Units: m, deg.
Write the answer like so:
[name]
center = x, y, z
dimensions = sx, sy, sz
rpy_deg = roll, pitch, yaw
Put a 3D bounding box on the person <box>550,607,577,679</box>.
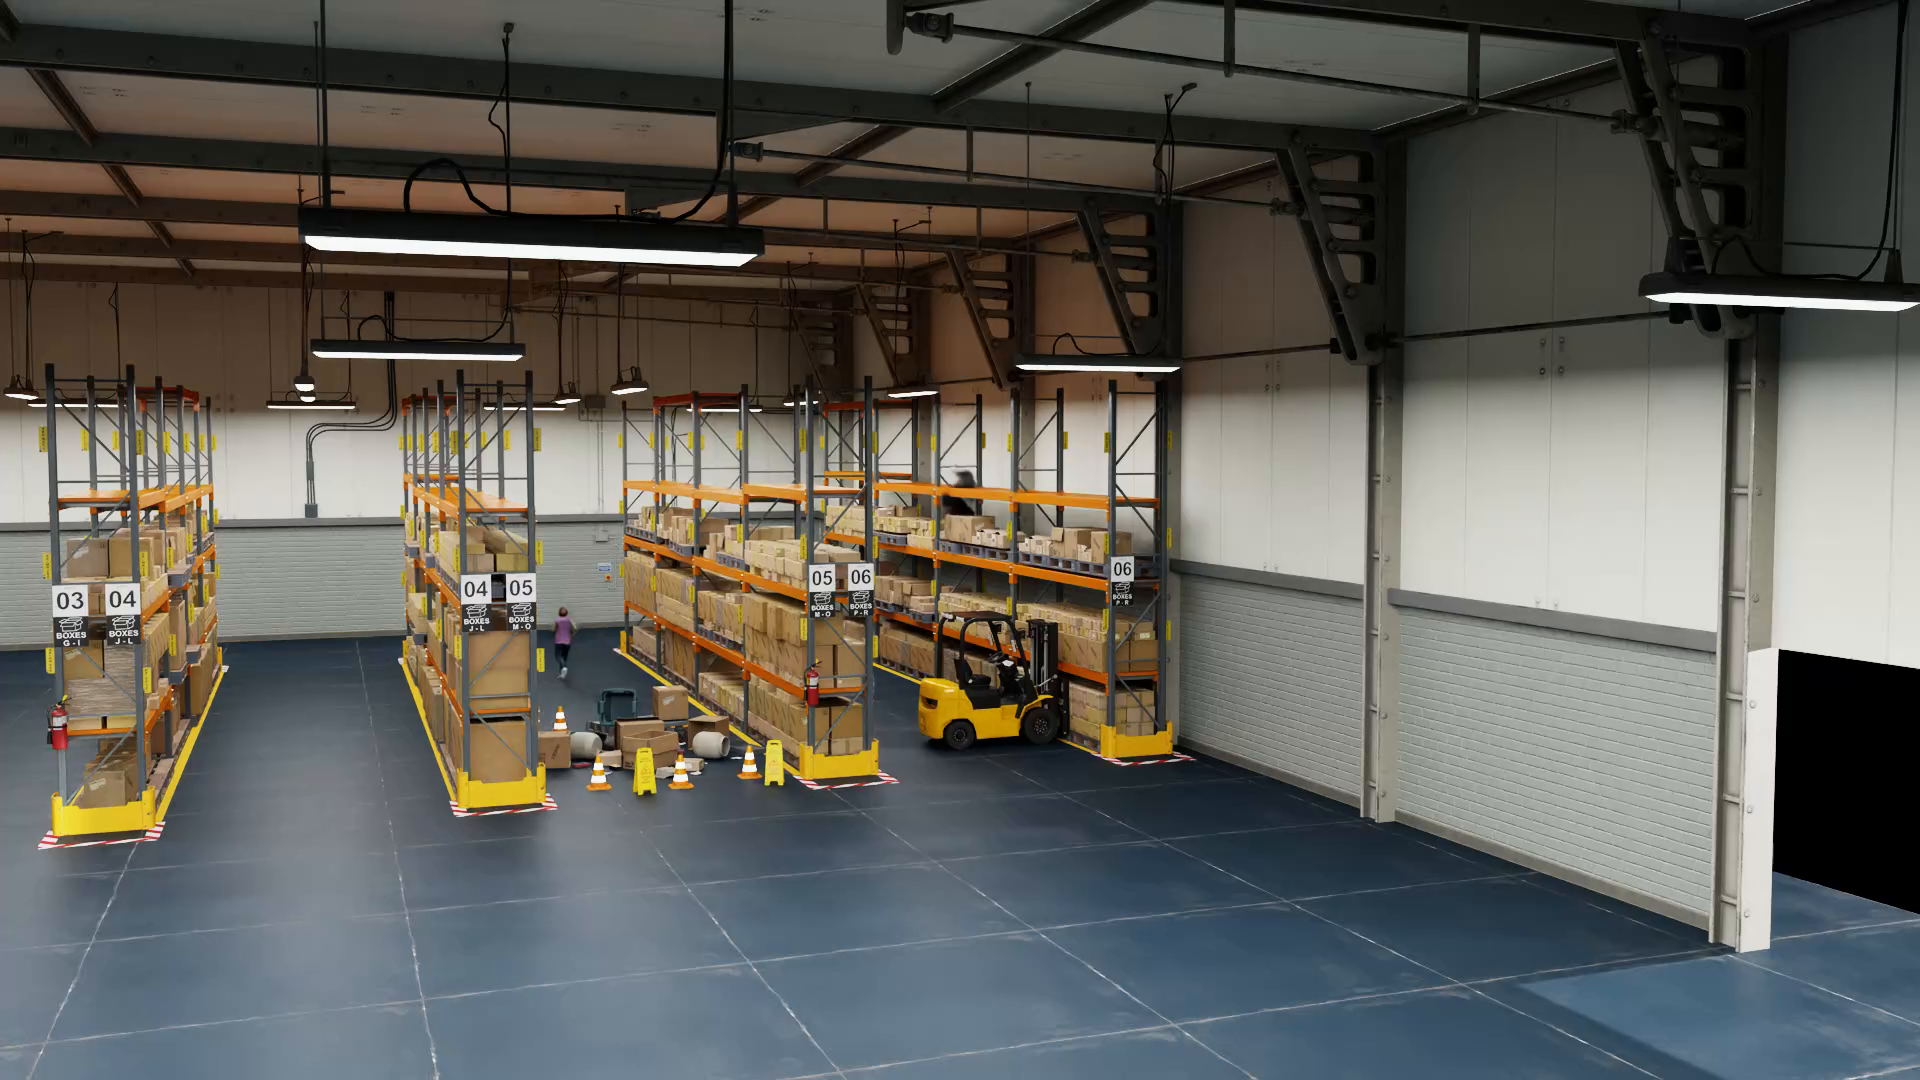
[person]
center = -8.350, 2.179, 34.986
dimensions = 0.541, 1.552, 0.666
rpy_deg = -2, 4, -28
